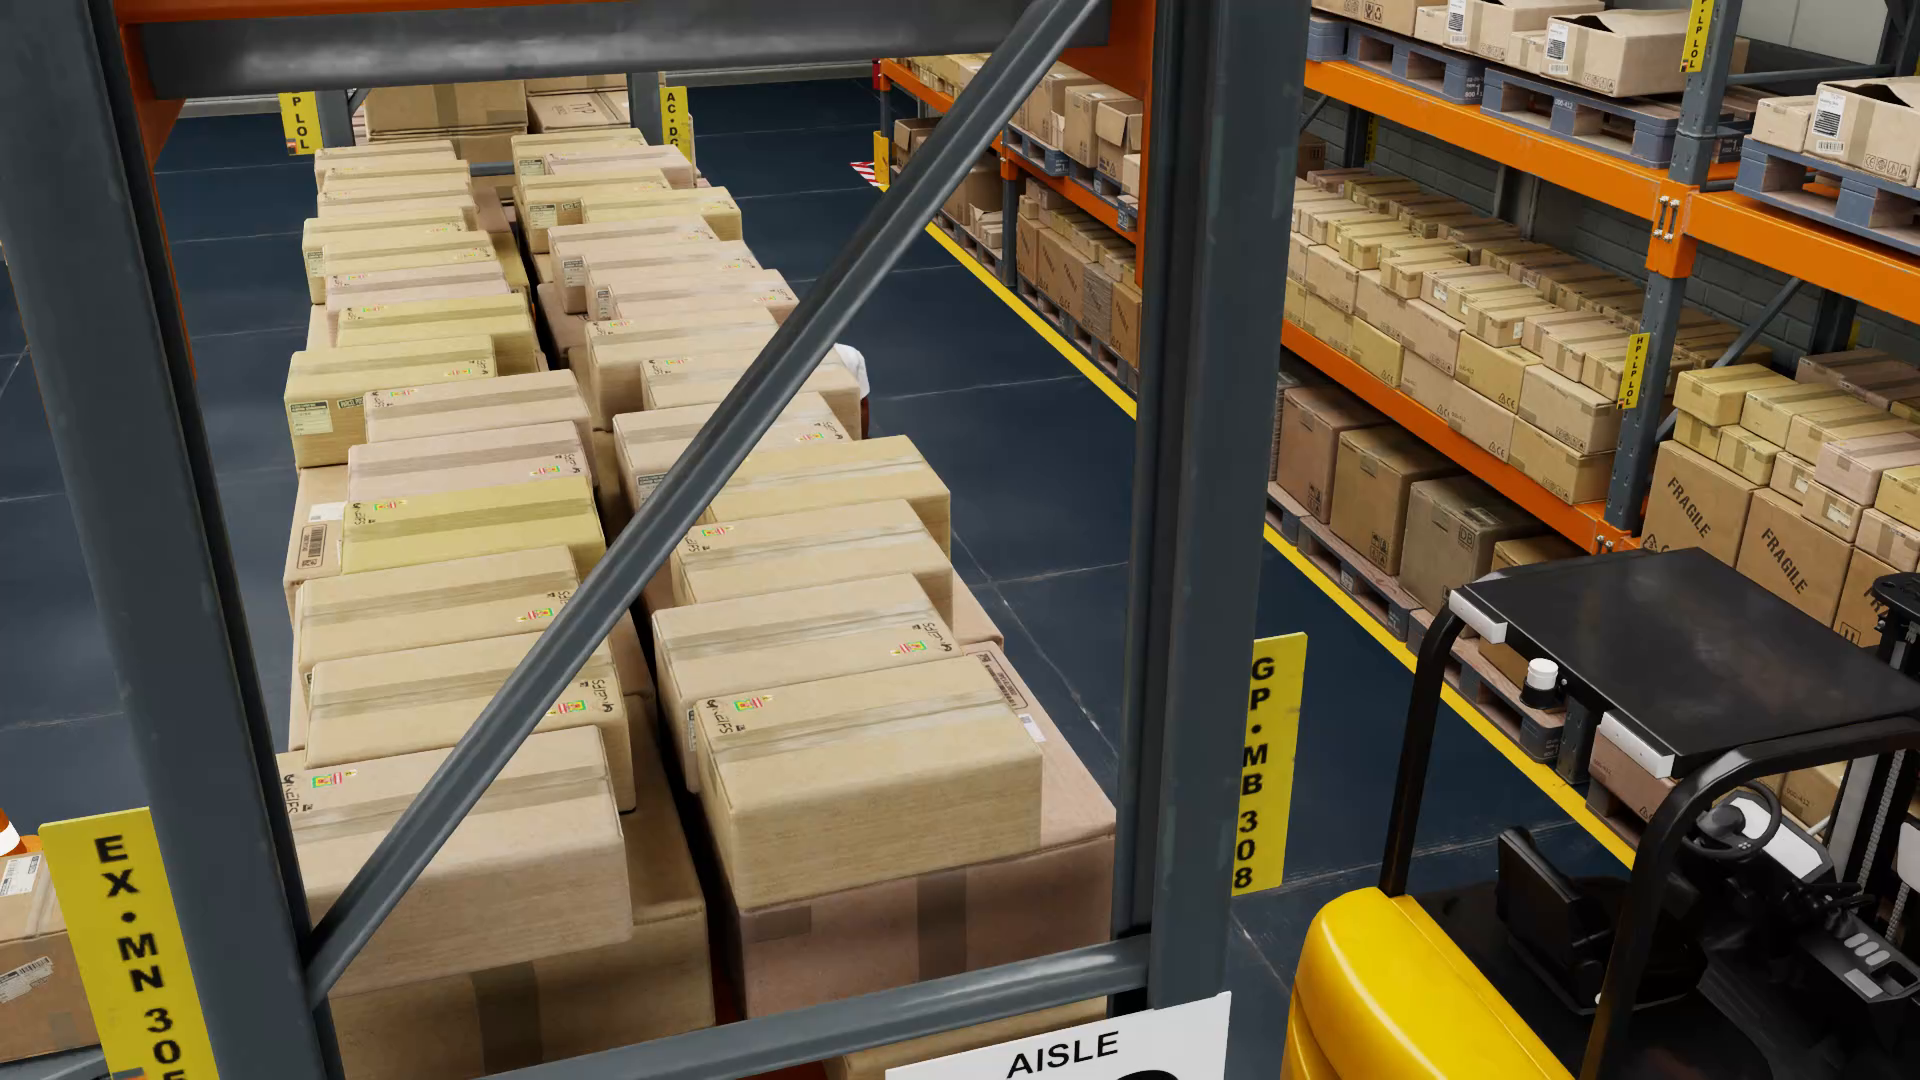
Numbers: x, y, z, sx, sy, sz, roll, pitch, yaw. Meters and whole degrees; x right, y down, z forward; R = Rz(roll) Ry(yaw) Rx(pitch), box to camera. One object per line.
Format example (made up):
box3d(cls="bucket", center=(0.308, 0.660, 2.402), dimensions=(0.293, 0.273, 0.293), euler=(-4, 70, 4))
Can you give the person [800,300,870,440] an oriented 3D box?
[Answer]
box3d(cls="person", center=(-0.883, -0.559, 9.182), dimensions=(0.574, 1.728, 0.872), euler=(-21, 33, -37))
